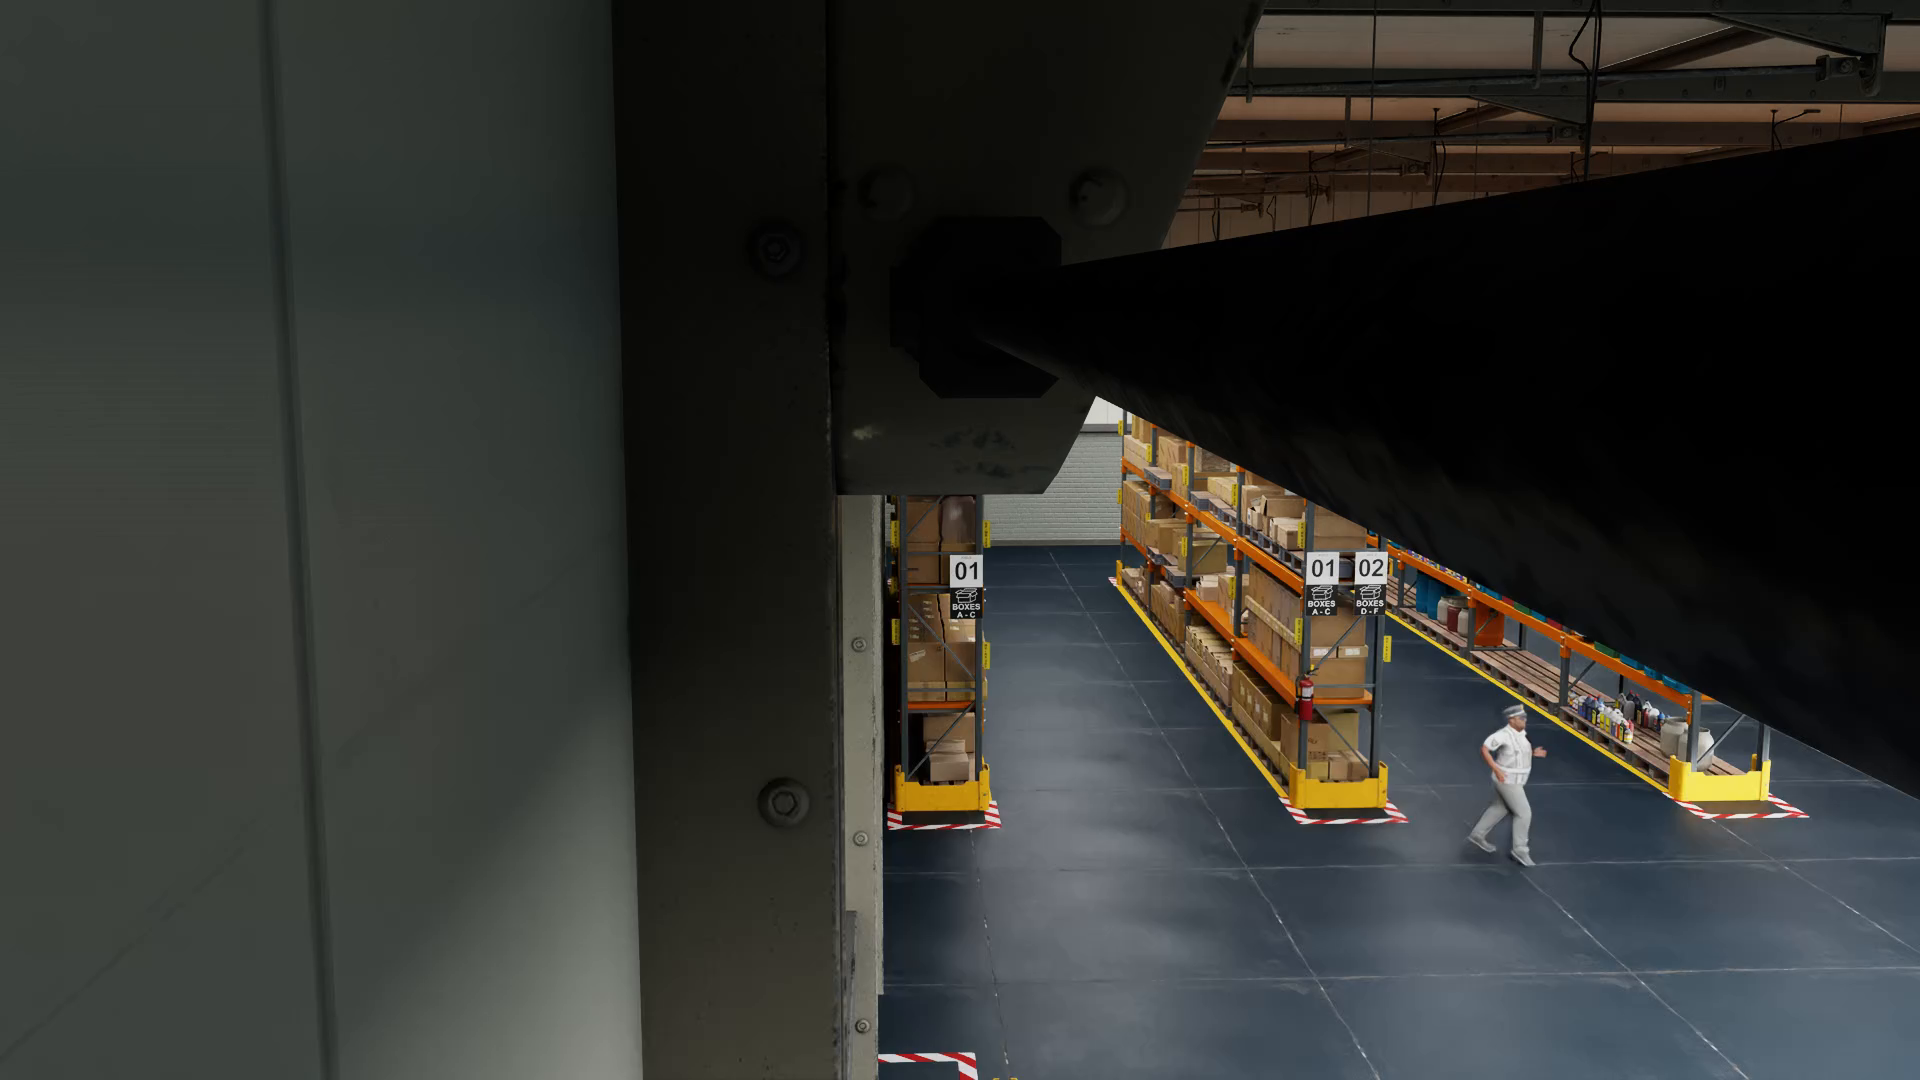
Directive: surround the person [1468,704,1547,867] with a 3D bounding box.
[{"bbox_3d":[6.157,2.725,18.705,0.811,1.856,0.629,5,10,29],"label":"person"}]
